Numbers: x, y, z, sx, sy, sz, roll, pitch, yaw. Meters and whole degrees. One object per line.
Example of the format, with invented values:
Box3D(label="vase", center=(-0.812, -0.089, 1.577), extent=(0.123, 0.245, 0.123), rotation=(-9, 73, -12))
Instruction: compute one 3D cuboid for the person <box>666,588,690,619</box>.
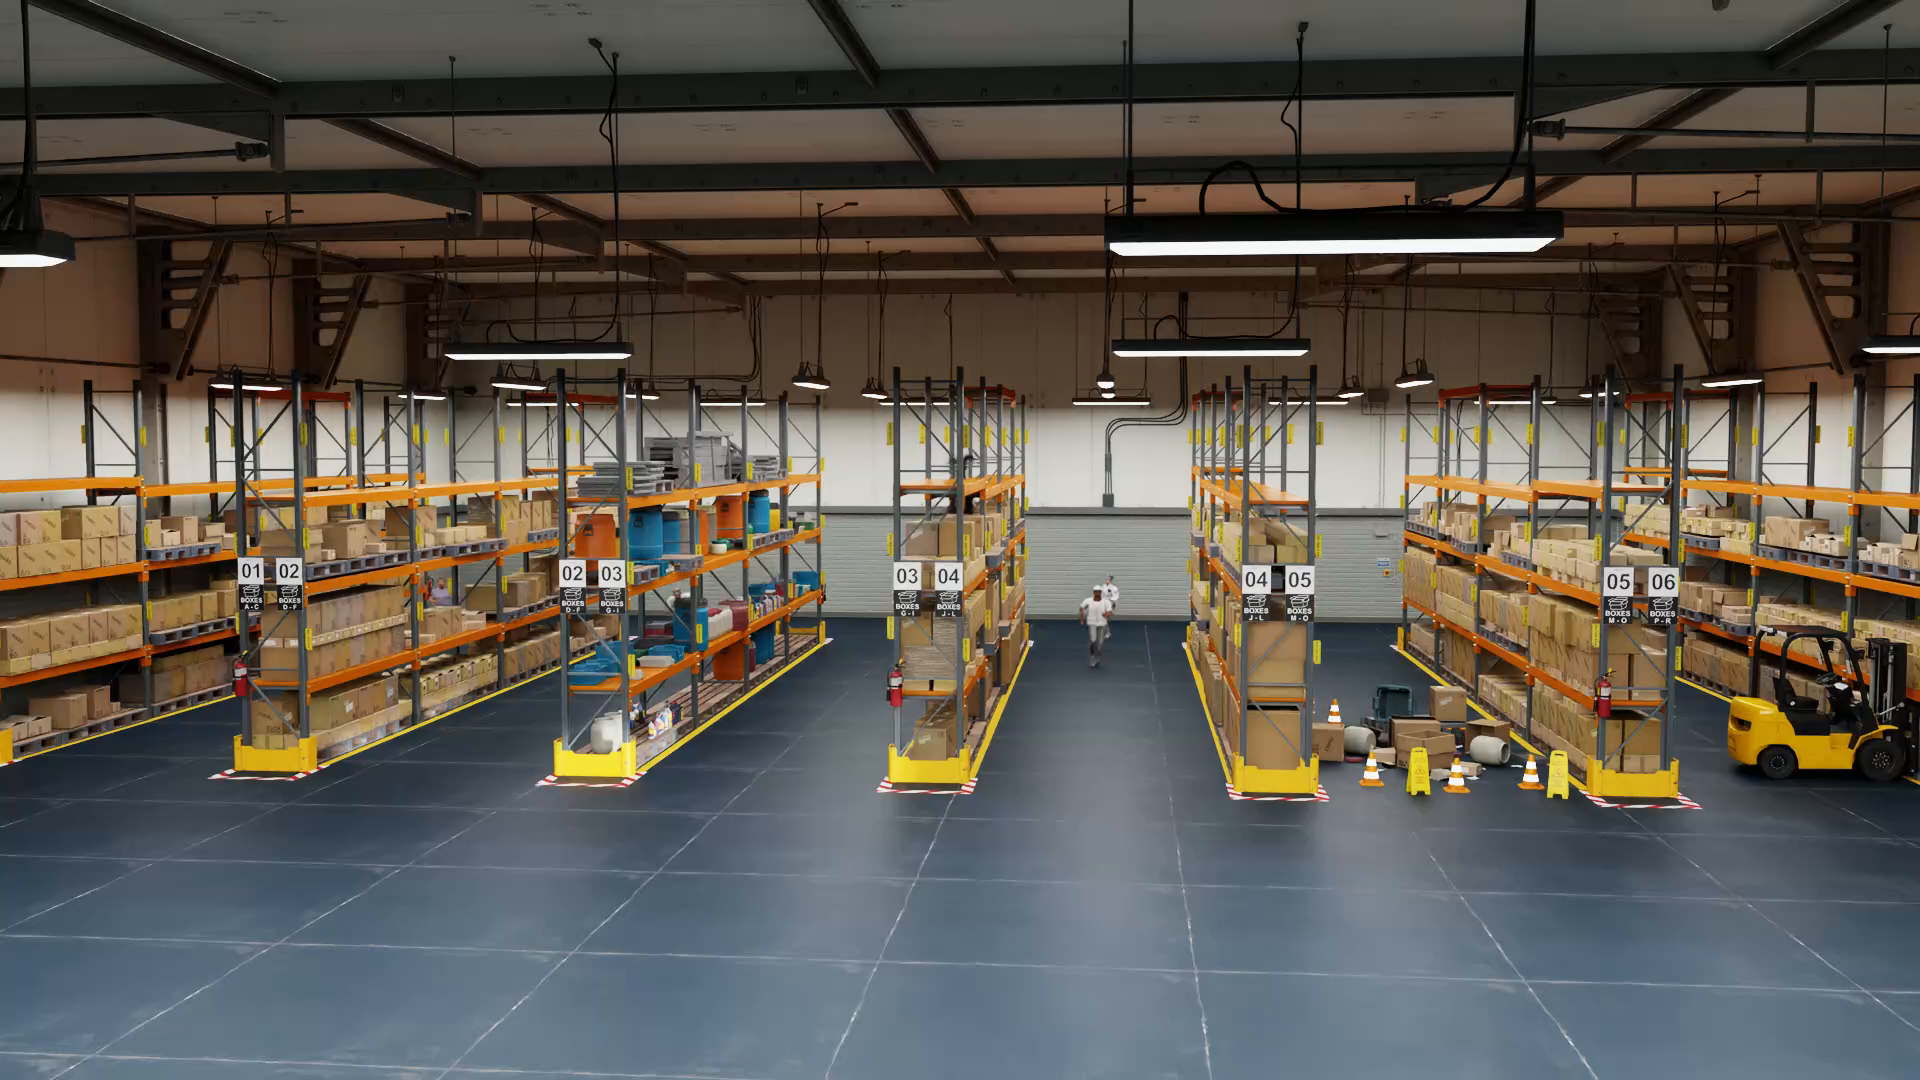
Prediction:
Box3D(label="person", center=(-6.583, 1.838, 39.188), extent=(0.687, 1.479, 1.008), rotation=(-1, 4, -11))

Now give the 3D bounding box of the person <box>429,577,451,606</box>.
Box3D(label="person", center=(-12.255, 1.732, 39.426), extent=(0.558, 1.707, 0.842), rotation=(0, 4, 2))

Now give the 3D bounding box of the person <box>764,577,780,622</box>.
Box3D(label="person", center=(-4.839, 1.552, 42.643), extent=(1.058, 1.541, 0.677), rotation=(2, 4, 34))

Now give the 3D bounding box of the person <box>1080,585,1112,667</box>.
Box3D(label="person", center=(2.977, 1.876, 36.203), extent=(0.673, 1.787, 0.726), rotation=(0, 4, -4))

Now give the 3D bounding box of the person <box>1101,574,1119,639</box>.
Box3D(label="person", center=(3.677, 1.646, 41.471), extent=(0.724, 1.632, 0.640), rotation=(2, 4, 29))
